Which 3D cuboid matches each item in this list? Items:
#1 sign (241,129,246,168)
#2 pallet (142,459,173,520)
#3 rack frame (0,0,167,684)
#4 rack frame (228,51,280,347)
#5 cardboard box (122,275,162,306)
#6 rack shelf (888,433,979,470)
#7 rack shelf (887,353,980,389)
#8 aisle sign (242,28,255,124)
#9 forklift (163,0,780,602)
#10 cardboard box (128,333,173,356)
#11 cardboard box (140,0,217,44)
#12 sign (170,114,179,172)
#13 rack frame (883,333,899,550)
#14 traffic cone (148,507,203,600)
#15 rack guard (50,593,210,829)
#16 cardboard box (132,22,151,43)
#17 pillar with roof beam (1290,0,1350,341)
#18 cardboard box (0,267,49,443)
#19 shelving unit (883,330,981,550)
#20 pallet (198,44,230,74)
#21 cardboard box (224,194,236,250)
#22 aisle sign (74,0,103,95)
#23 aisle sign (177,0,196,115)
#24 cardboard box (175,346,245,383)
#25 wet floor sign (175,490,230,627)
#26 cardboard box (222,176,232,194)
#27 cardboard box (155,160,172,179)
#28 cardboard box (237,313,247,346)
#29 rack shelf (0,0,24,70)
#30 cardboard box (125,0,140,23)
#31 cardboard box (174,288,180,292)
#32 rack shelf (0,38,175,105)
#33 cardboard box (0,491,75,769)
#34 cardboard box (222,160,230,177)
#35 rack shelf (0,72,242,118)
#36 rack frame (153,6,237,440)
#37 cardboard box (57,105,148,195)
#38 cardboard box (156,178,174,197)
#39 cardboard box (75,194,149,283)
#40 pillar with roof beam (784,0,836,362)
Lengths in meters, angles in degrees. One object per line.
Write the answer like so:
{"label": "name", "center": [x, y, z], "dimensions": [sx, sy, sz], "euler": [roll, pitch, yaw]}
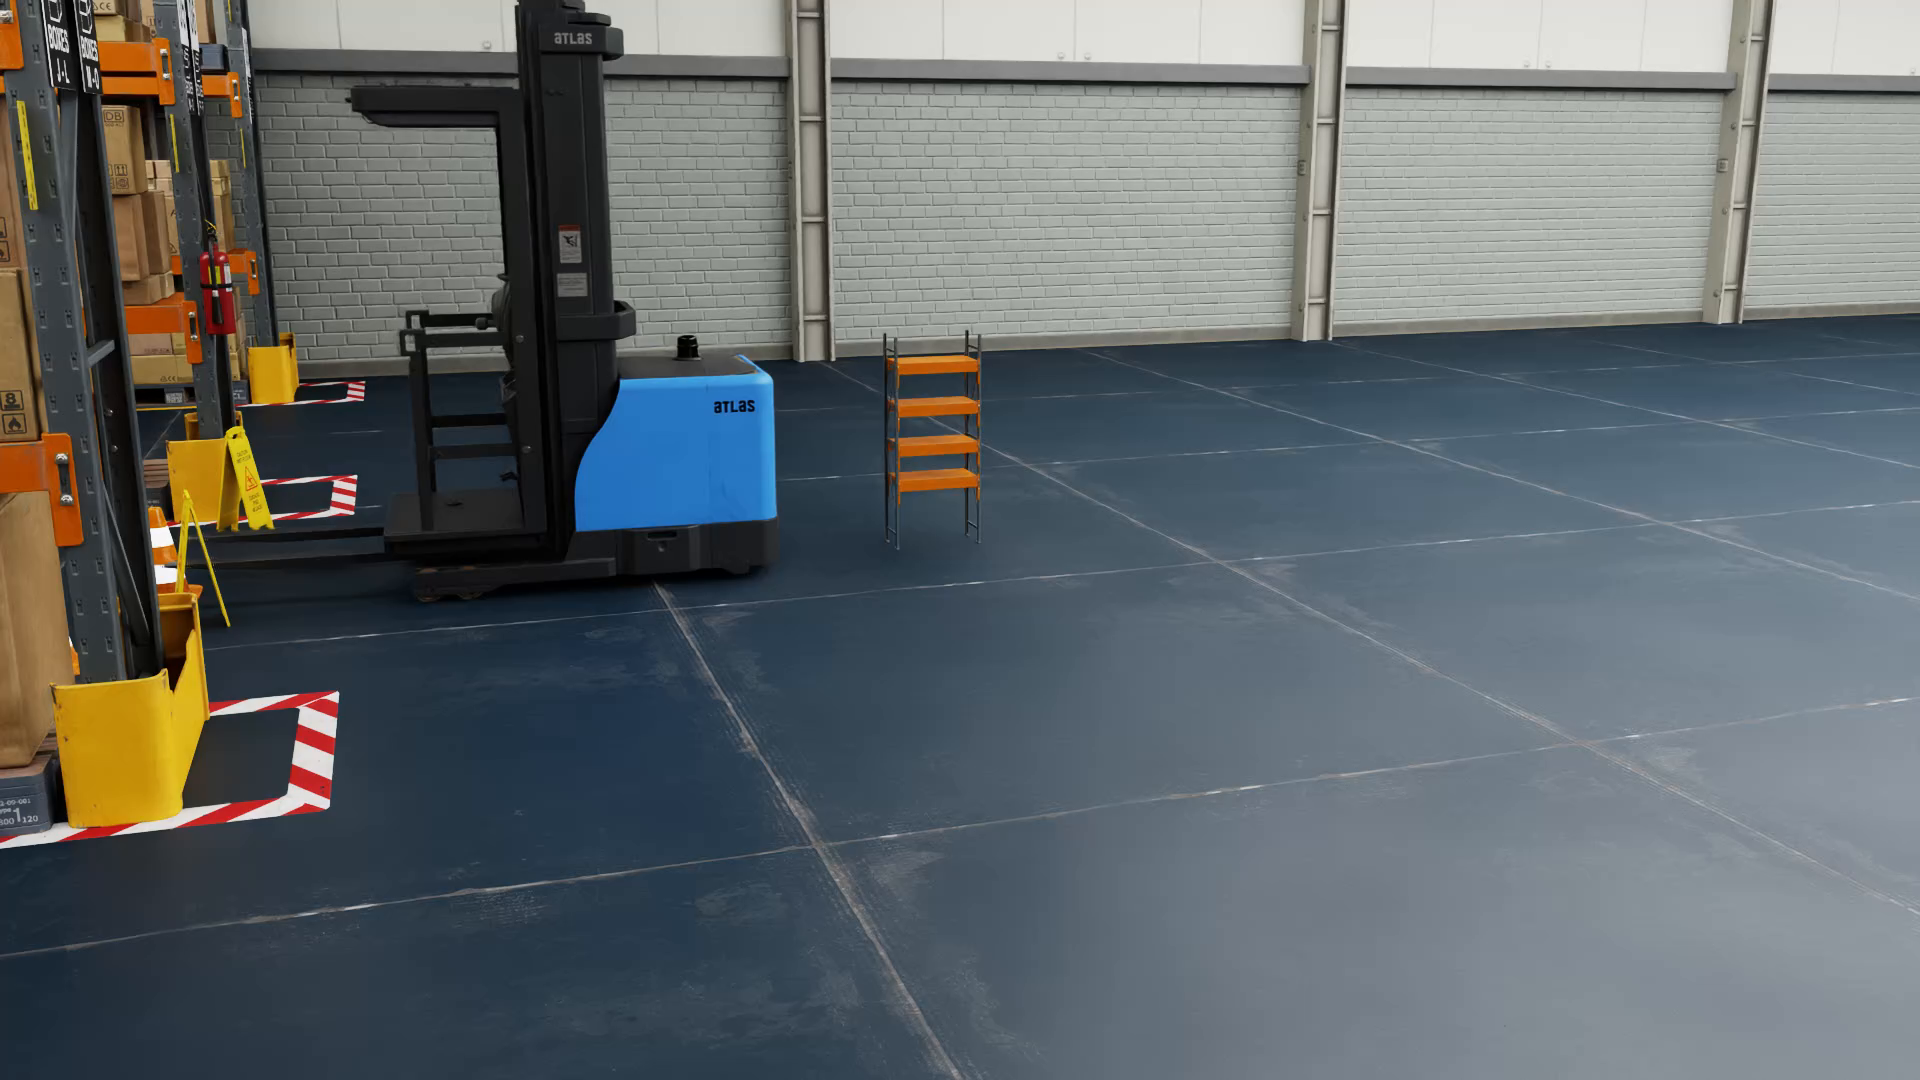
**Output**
{"label": "sign", "center": [-6.134, -3.351, 14.233], "dimensions": [0.005, 0.325, 0.100], "euler": [-4, 14, -18]}
{"label": "pallet", "center": [-5.561, -0.289, 10.403], "dimensions": [1.213, 0.211, 1.003], "euler": [-4, 14, -18]}
{"label": "rack frame", "center": [-3.033, -0.626, 5.791], "dimensions": [0.127, 3.000, 1.000], "euler": [-4, 14, -18]}
{"label": "rack frame", "center": [-6.294, -2.792, 14.899], "dimensions": [0.127, 3.000, 1.000], "euler": [-4, 14, -18]}
{"label": "cardboard box", "center": [-4.994, -1.507, 10.039], "dimensions": [0.250, 0.149, 0.380], "euler": [-4, 14, -16]}
{"label": "rack shelf", "center": [-0.157, -0.506, 9.468], "dimensions": [0.480, 0.148, 0.258], "euler": [-4, 14, -18]}
{"label": "rack shelf", "center": [-0.157, -0.954, 9.362], "dimensions": [0.480, 0.148, 0.258], "euler": [-4, 14, -18]}
{"label": "aisle sign", "center": [-6.138, -3.997, 14.348], "dimensions": [0.004, 0.787, 0.394], "euler": [-4, 14, -18]}
{"label": "forklift", "center": [-2.536, -1.250, 8.566], "dimensions": [3.031, 2.935, 1.130], "euler": [-4, 14, -16]}
{"label": "cardboard box", "center": [-7.135, -1.763, 14.526], "dimensions": [0.500, 0.250, 0.500], "euler": [-5, 14, -19]}
{"label": "cardboard box", "center": [-6.636, -4.467, 14.118], "dimensions": [0.500, 0.500, 0.500], "euler": [-4, 14, -16]}
{"label": "sign", "center": [-4.550, -2.298, 9.635], "dimensions": [0.005, 0.325, 0.100], "euler": [-4, 14, -18]}
{"label": "rack frame", "center": [-0.388, -0.553, 9.377], "dimensions": [0.015, 1.200, 0.240], "euler": [-4, 14, -18]}
{"label": "traffic cone", "center": [-4.027, 0.063, 8.376], "dimensions": [0.334, 0.463, 0.336], "euler": [-4, 14, -18]}
{"label": "rack guard", "center": [-3.010, 0.589, 6.087], "dimensions": [0.348, 0.500, 1.175], "euler": [-4, 14, -18]}
{"label": "cardboard box", "center": [-5.125, -3.088, 10.202], "dimensions": [0.250, 0.149, 0.380], "euler": [-4, 14, -18]}
{"label": "pillar with roof beam", "center": [5.505, -5.798, 14.574], "dimensions": [0.400, 9.000, 9.100], "euler": [-4, 14, -18]}
{"label": "cardboard box", "center": [-3.370, -0.661, 5.616], "dimensions": [0.550, 0.550, 0.875], "euler": [-4, 14, -18]}
{"label": "shelving unit", "center": [-0.157, -0.571, 9.453], "dimensions": [0.503, 1.200, 0.258], "euler": [-4, 14, -18]}
{"label": "pallet", "center": [-6.973, -4.162, 14.367], "dimensions": [1.213, 0.211, 1.003], "euler": [-4, 14, -18]}
{"label": "cardboard box", "center": [-6.852, -2.865, 14.990], "dimensions": [0.500, 0.500, 0.500], "euler": [-4, 14, -16]}
{"label": "aisle sign", "center": [-3.062, -1.961, 5.788], "dimensions": [0.004, 0.787, 0.394], "euler": [-4, 14, -18]}
{"label": "aisle sign", "center": [-4.556, -2.909, 9.774], "dimensions": [0.004, 0.787, 0.394], "euler": [-4, 14, -18]}
{"label": "cardboard box", "center": [-6.639, -1.555, 14.732], "dimensions": [0.500, 0.250, 0.500], "euler": [-4, 14, -18]}
{"label": "wet floor sign", "center": [-3.637, 0.083, 7.898], "dimensions": [0.232, 0.644, 0.267], "euler": [-7, 15, -28]}
{"label": "cardboard box", "center": [-6.698, -3.188, 14.946], "dimensions": [0.250, 0.149, 0.380], "euler": [-5, 14, -20]}
{"label": "cardboard box", "center": [-6.790, -3.203, 14.367], "dimensions": [0.250, 0.149, 0.380], "euler": [-4, 14, -18]}
{"label": "cardboard box", "center": [-6.806, -1.913, 15.156], "dimensions": [0.500, 0.250, 0.500], "euler": [-4, 14, -17]}
{"label": "rack shelf", "center": [-4.929, -1.587, 4.906], "dimensions": [4.000, 0.370, 1.077], "euler": [-4, 14, -18]}
{"label": "cardboard box", "center": [-5.269, -3.256, 10.049], "dimensions": [0.500, 0.250, 0.500], "euler": [-5, 14, -19]}
{"label": "cardboard box", "center": [-7.283, -2.114, 14.920], "dimensions": [0.500, 0.250, 0.500], "euler": [-4, 14, -18]}
{"label": "rack shelf", "center": [-6.603, -2.665, 9.439], "dimensions": [4.000, 0.370, 1.077], "euler": [-4, 14, -18]}
{"label": "cardboard box", "center": [-3.655, 0.268, 5.717], "dimensions": [0.875, 0.875, 0.875], "euler": [-4, 14, -18]}
{"label": "cardboard box", "center": [-6.681, -3.323, 14.871], "dimensions": [0.250, 0.149, 0.380], "euler": [-5, 14, -19]}
{"label": "rack shelf", "center": [-8.190, -3.754, 14.015], "dimensions": [4.000, 0.370, 1.077], "euler": [-4, 14, -18]}
{"label": "rack frame", "center": [-4.708, -1.704, 10.323], "dimensions": [0.127, 3.000, 1.000], "euler": [-4, 14, -18]}
{"label": "cardboard box", "center": [-5.122, -2.298, 9.802], "dimensions": [0.500, 0.500, 0.700], "euler": [-5, 14, -19]}
{"label": "cardboard box", "center": [-6.766, -3.044, 14.340], "dimensions": [0.250, 0.149, 0.380], "euler": [-4, 14, -17]}
{"label": "cardboard box", "center": [-5.134, -1.797, 9.855], "dimensions": [0.500, 0.500, 0.500], "euler": [-5, 14, -19]}
{"label": "pillar with roof beam", "center": [-0.182, -5.356, 12.712], "dimensions": [0.400, 9.000, 9.100], "euler": [-4, 14, -18]}
